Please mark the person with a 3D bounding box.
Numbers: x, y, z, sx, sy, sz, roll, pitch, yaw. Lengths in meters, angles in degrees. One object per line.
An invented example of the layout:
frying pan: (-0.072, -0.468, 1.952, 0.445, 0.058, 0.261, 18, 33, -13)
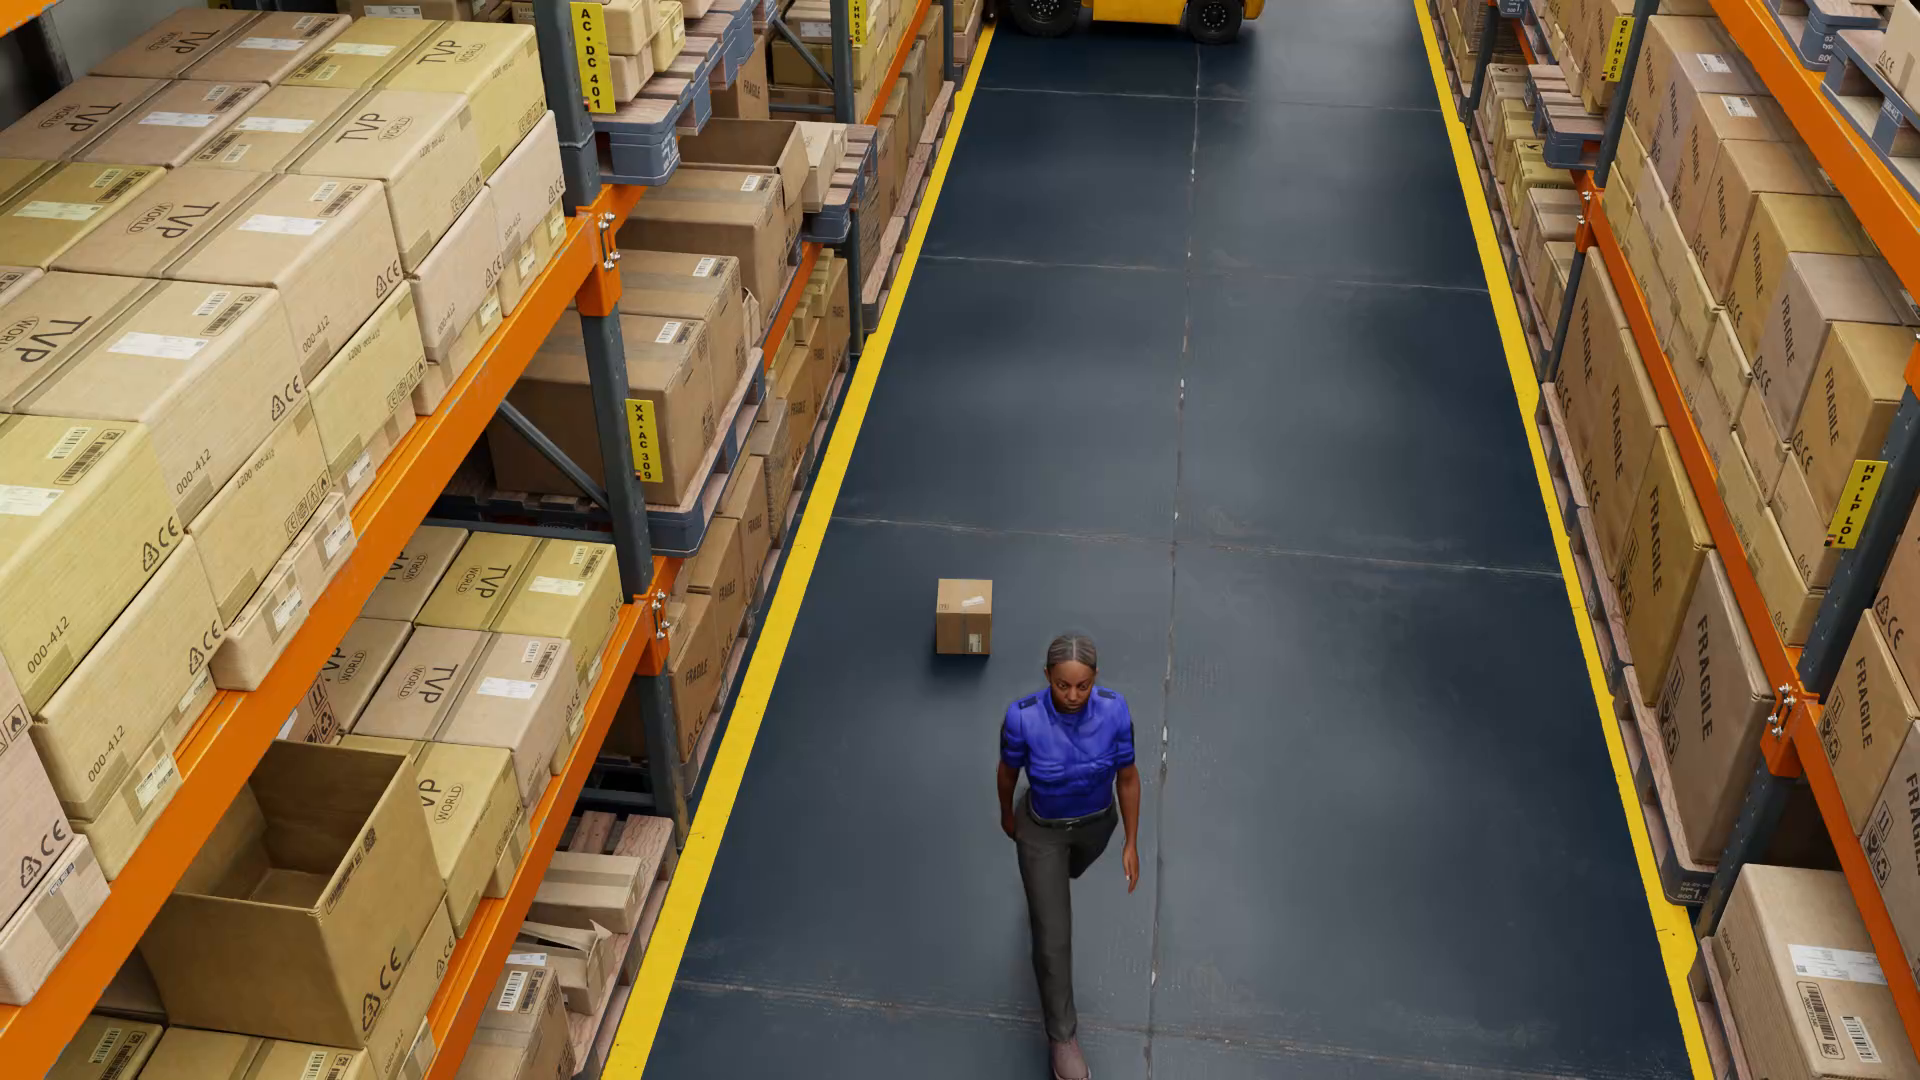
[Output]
person: (0.378, 0.980, 5.700, 0.451, 1.594, 1.029, -9, 37, -12)
